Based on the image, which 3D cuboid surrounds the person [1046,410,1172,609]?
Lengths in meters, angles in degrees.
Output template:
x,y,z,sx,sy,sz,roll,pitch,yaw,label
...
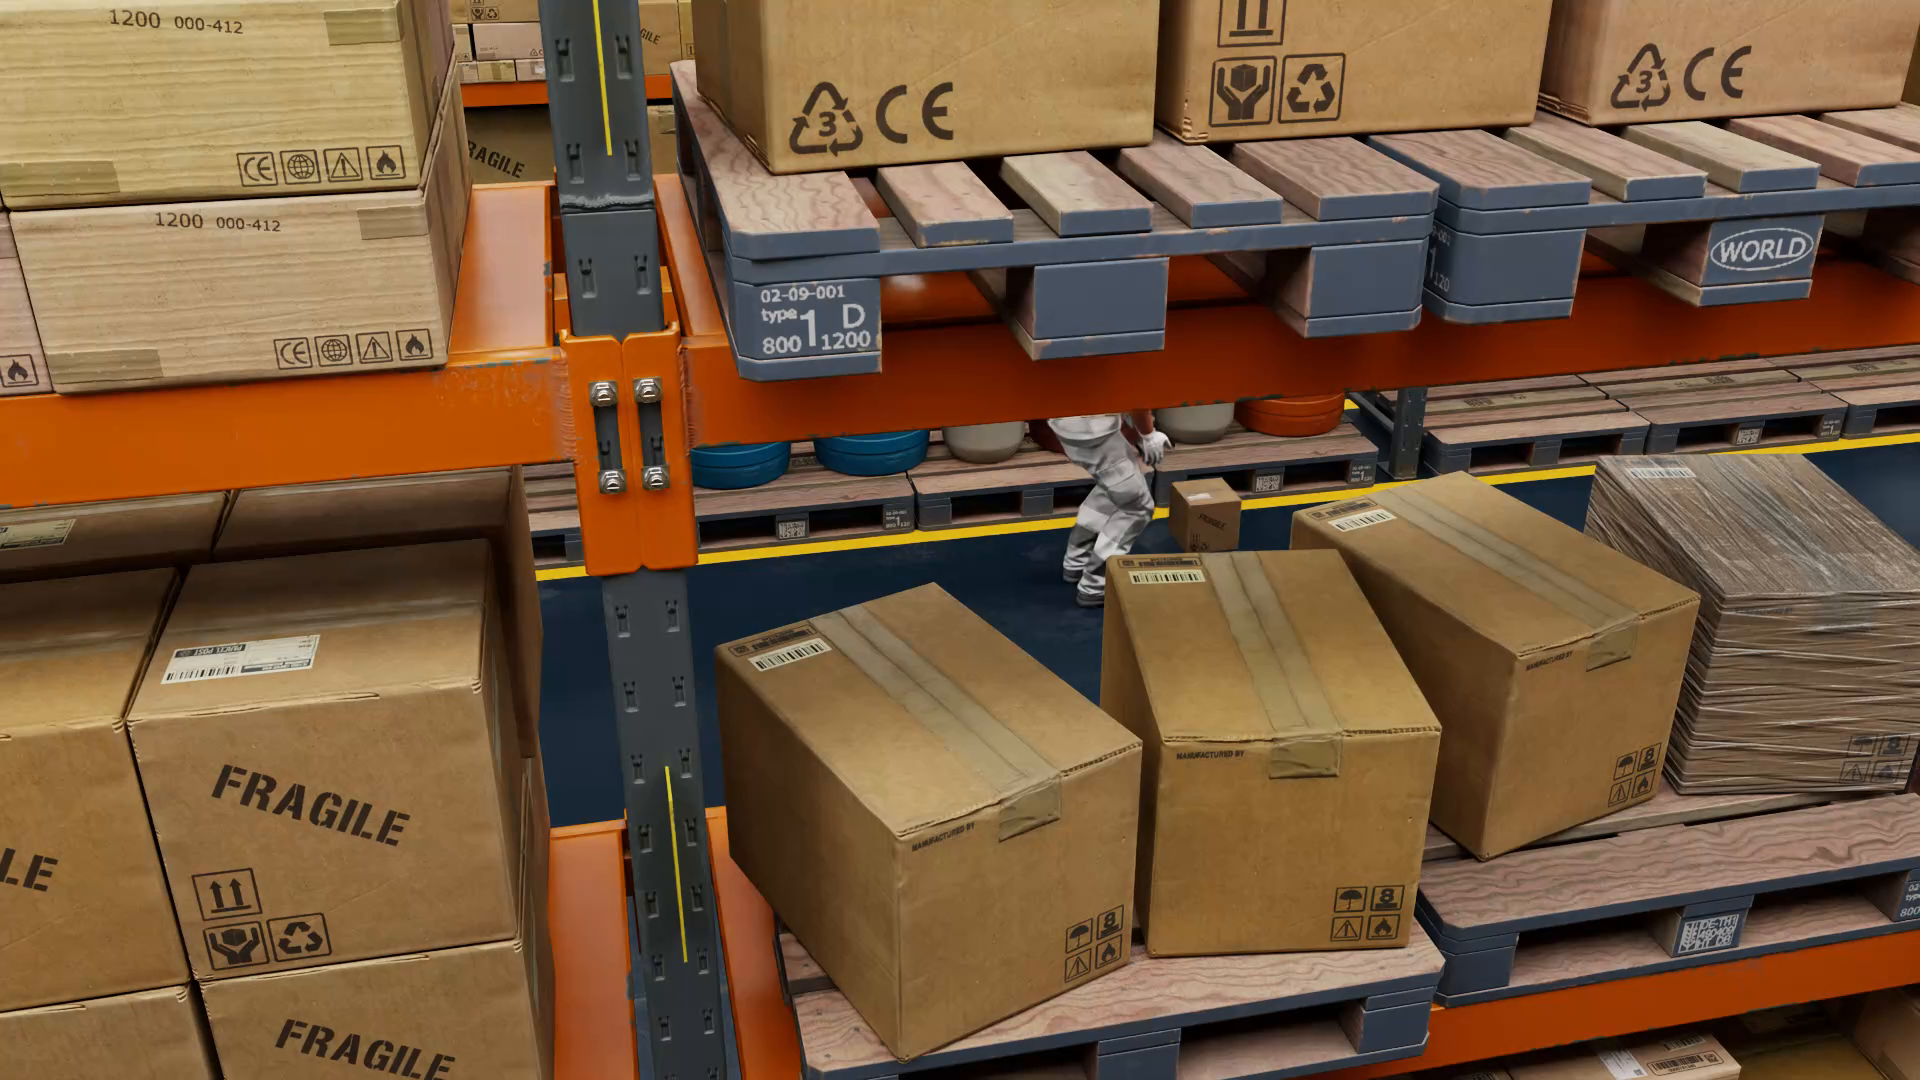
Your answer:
x,y,z,sx,sy,sz,roll,pitch,yaw,label
0.674,-0.518,7.314,0.602,1.625,0.568,-5,27,-11,person
